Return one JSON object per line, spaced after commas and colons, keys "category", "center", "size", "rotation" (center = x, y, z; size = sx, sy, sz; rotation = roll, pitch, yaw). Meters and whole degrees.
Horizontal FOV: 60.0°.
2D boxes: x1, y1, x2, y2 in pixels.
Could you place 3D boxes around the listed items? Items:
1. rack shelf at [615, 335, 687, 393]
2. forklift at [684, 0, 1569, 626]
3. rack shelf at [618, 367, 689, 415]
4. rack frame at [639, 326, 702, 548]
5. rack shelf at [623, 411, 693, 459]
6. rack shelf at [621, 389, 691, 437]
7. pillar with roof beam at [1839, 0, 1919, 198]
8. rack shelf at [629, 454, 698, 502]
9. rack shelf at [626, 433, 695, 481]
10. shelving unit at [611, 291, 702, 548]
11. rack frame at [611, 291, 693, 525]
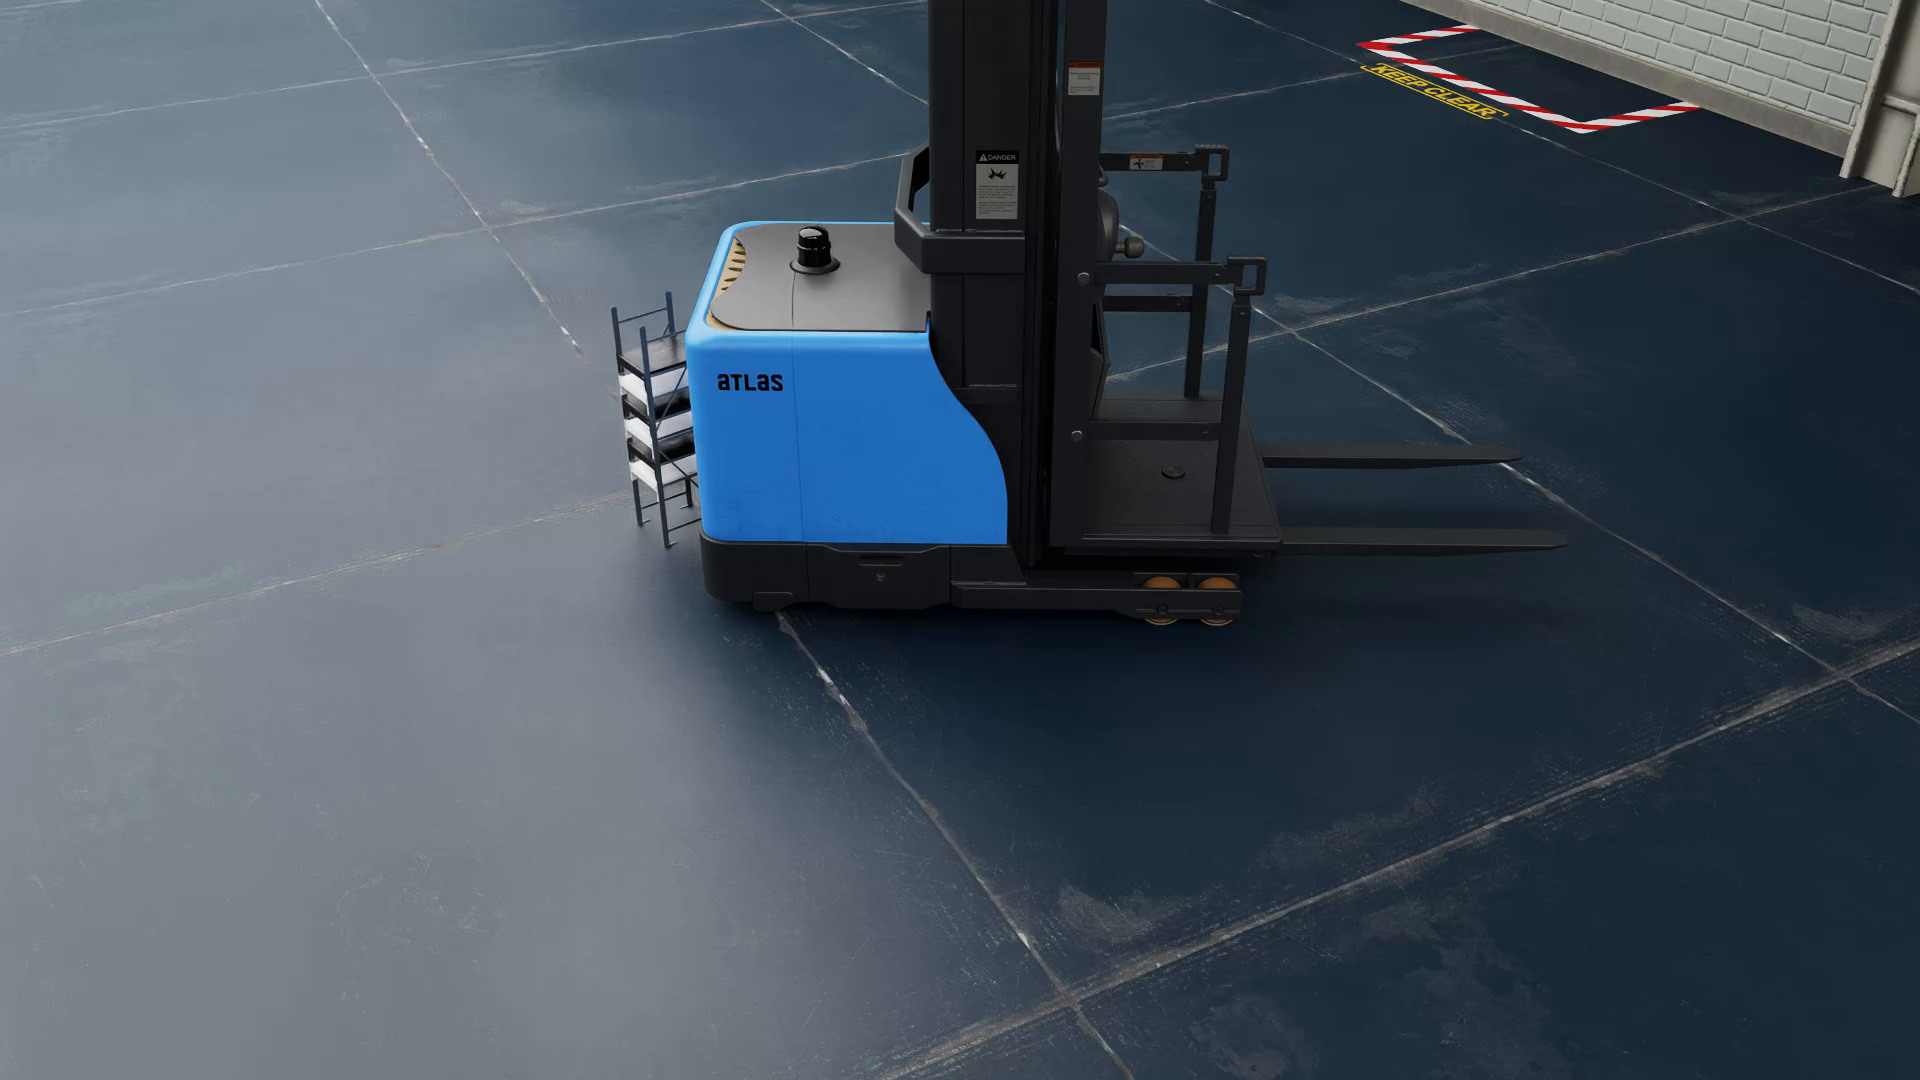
{"category": "rack shelf", "center": [-1.072, -0.634, 5.967], "size": [0.258, 0.077, 0.200], "rotation": [-23, 39, -31]}
{"category": "forklift", "center": [0.622, -1.227, 5.449], "size": [3.031, 2.935, 1.130], "rotation": [1, 33, 1]}
{"category": "rack shelf", "center": [-1.072, -0.558, 6.015], "size": [0.258, 0.077, 0.200], "rotation": [-23, 39, -31]}
{"category": "rack frame", "center": [-1.009, -0.392, 6.027], "size": [0.240, 0.900, 0.006], "rotation": [-23, 39, -31]}
{"category": "rack shelf", "center": [-1.072, -0.407, 6.112], "size": [0.258, 0.077, 0.200], "rotation": [-23, 39, -31]}
{"category": "rack shelf", "center": [-1.072, -0.482, 6.064], "size": [0.258, 0.077, 0.200], "rotation": [-23, 39, -31]}
{"category": "pillar with roof beam", "center": [1.441, -4.734, 5.298], "size": [9.100, 9.000, 0.400], "rotation": [-16, 36, -23]}
{"category": "rack shelf", "center": [-1.072, -0.255, 6.209], "size": [0.258, 0.077, 0.200], "rotation": [-23, 39, -31]}
{"category": "rack shelf", "center": [-1.072, -0.331, 6.161], "size": [0.258, 0.077, 0.200], "rotation": [-23, 39, -31]}
{"category": "shelving unit", "center": [-1.072, -0.435, 6.094], "size": [0.258, 0.900, 0.210], "rotation": [-23, 39, -31]}
{"category": "rack frame", "center": [-1.135, -0.478, 6.161], "size": [0.240, 0.900, 0.006], "rotation": [-23, 39, -31]}
